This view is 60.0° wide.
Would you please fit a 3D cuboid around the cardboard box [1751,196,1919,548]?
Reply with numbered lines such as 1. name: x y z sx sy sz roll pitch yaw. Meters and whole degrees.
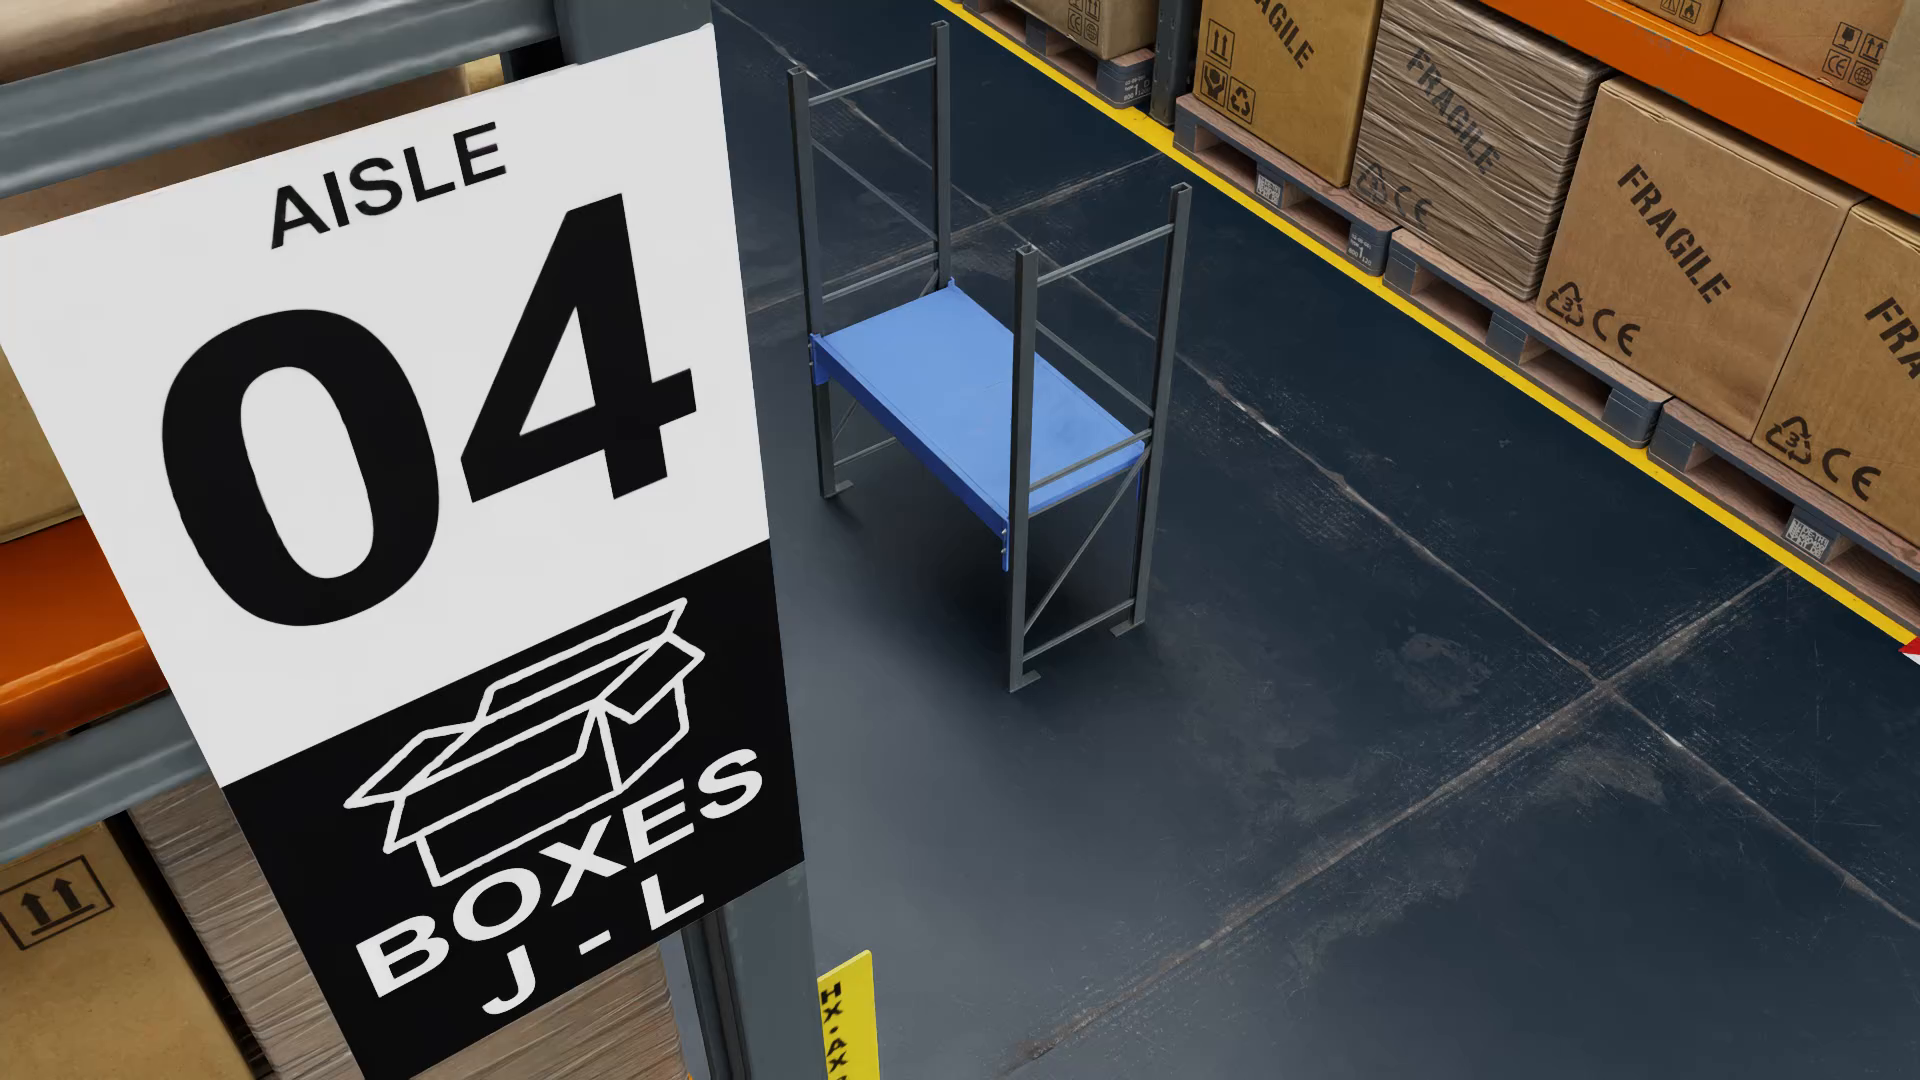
1. cardboard box: 3.103 -0.545 4.883 0.875 0.875 0.875 -25 49 -24

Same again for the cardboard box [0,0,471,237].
1. cardboard box: -0.549 -0.323 1.064 0.380 0.149 0.250 -26 49 -25

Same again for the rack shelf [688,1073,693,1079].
1. rack shelf: -1.725 0.226 3.362 1.077 0.370 4.000 -26 49 -24

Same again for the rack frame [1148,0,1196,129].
1. rack frame: 1.256 -3.069 6.292 1.000 3.000 0.127 -26 49 -24

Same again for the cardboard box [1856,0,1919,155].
1. cardboard box: 2.963 -1.353 4.386 0.875 0.550 0.550 -26 49 -24

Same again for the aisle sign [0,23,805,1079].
1. aisle sign: -0.300 0.075 1.116 0.394 0.787 0.004 -26 49 -24

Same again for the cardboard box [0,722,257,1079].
1. cardboard box: -1.099 0.380 1.668 0.500 0.500 0.500 -26 49 -24

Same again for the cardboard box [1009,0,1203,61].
1. cardboard box: 0.828 -2.723 7.255 1.050 0.750 0.750 -26 49 -25

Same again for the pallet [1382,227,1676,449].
1. pallet: 2.329 -0.907 6.047 1.003 0.211 1.213 -26 49 -24

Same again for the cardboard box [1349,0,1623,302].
1. cardboard box: 2.078 -1.559 5.946 0.875 0.875 0.875 -25 49 -24

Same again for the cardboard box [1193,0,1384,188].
1. cardboard box: 1.559 -2.068 6.479 0.875 0.875 0.875 -25 49 -24

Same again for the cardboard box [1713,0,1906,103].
1. cardboard box: 2.745 -1.719 4.770 0.875 0.550 0.550 -26 49 -24

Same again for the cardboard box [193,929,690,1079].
1. cardboard box: -0.873 0.633 2.127 0.875 0.500 0.500 -26 49 -24

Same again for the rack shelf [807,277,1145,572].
1. rack shelf: 0.049 -0.364 4.806 0.538 0.185 1.000 -26 49 -24

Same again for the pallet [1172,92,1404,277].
1. pallet: 1.627 -1.598 6.772 1.003 0.211 1.213 -26 49 -24

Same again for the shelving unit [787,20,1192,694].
1. shelving unit: 0.049 -0.494 4.682 0.538 1.500 1.048 -26 49 -24

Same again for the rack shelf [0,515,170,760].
1. rack shelf: -1.725 -0.859 2.326 1.077 0.370 4.000 -26 49 -24

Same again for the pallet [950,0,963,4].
1. pallet: 0.051 -3.159 8.406 1.003 0.211 1.213 -26 49 -24

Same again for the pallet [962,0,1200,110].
1. pallet: 0.753 -2.467 7.682 1.003 0.211 1.213 -26 49 -24

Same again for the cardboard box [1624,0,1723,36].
1. cardboard box: 2.408 -2.003 5.067 0.875 0.550 0.500 -26 49 -24

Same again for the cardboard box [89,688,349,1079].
1. cardboard box: -0.672 0.174 1.883 0.500 0.500 0.500 -26 49 -24

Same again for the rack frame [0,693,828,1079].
1. rack frame: -0.581 1.099 1.927 1.000 3.000 0.127 -26 49 -24

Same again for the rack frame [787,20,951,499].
1. rack frame: -0.242 -0.782 4.983 0.500 1.500 0.032 -26 49 -24

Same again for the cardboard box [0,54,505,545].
1. cardboard box: -0.645 -0.307 1.335 0.500 0.250 0.500 -24 49 -23

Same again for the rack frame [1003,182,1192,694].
1. rack frame: 0.340 -0.206 4.380 0.500 1.500 0.032 -26 49 -24

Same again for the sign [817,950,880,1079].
1. sign: -0.136 0.571 1.852 0.100 0.325 0.005 -26 49 -24

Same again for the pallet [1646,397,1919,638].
1. pallet: 3.023 -0.217 5.324 1.003 0.211 1.213 -26 49 -24

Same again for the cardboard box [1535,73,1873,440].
1. cardboard box: 2.598 -1.042 5.404 0.875 0.875 0.875 -26 50 -25
